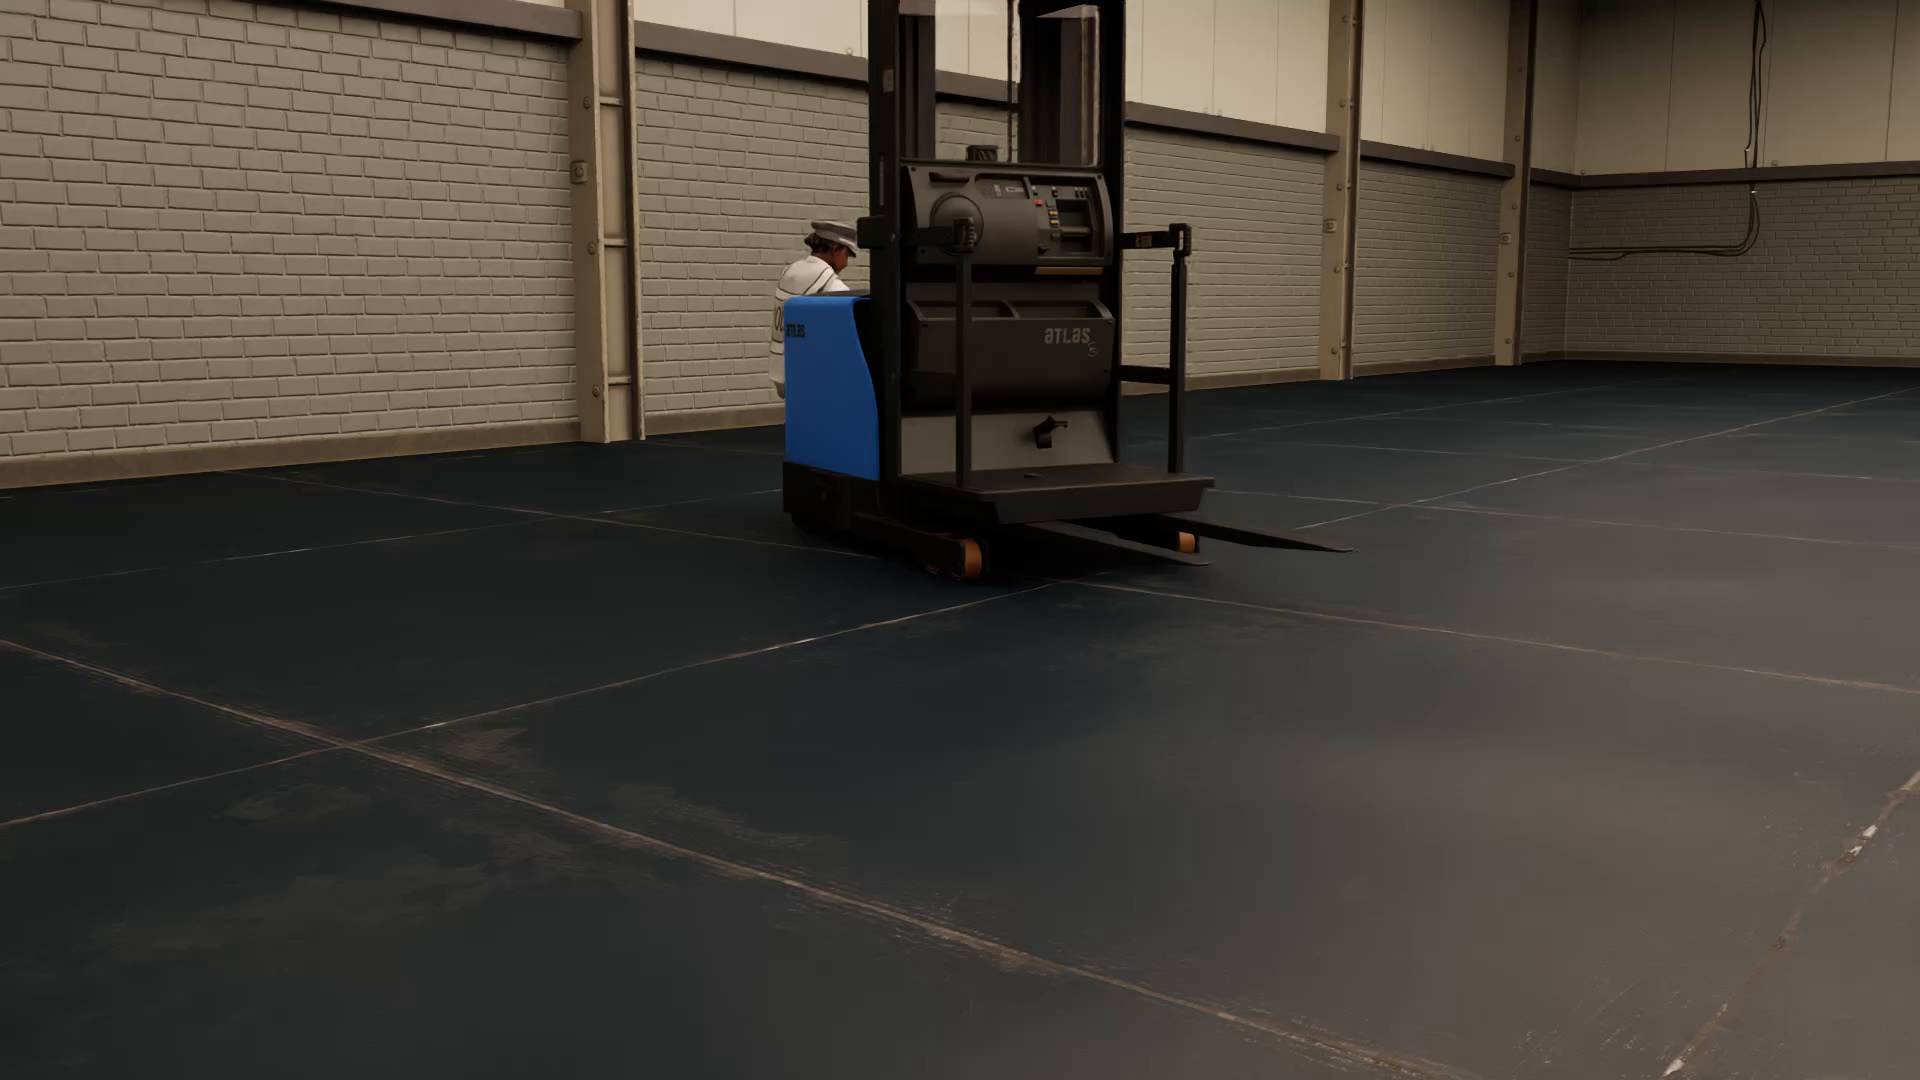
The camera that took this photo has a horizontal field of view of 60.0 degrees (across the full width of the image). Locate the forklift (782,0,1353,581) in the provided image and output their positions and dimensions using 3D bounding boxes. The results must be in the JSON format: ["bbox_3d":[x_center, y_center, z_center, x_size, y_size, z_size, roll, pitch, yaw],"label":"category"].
[{"bbox_3d":[0.318,-1.366,6.620,1.130,2.935,3.031,-5,9,-28],"label":"forklift"}]

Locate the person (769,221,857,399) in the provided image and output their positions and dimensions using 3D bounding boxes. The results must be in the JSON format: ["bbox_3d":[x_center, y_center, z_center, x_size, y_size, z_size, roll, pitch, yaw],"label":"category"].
[{"bbox_3d":[-0.570,-0.861,8.308,0.743,1.437,0.879,-7,11,-38],"label":"person"}]
